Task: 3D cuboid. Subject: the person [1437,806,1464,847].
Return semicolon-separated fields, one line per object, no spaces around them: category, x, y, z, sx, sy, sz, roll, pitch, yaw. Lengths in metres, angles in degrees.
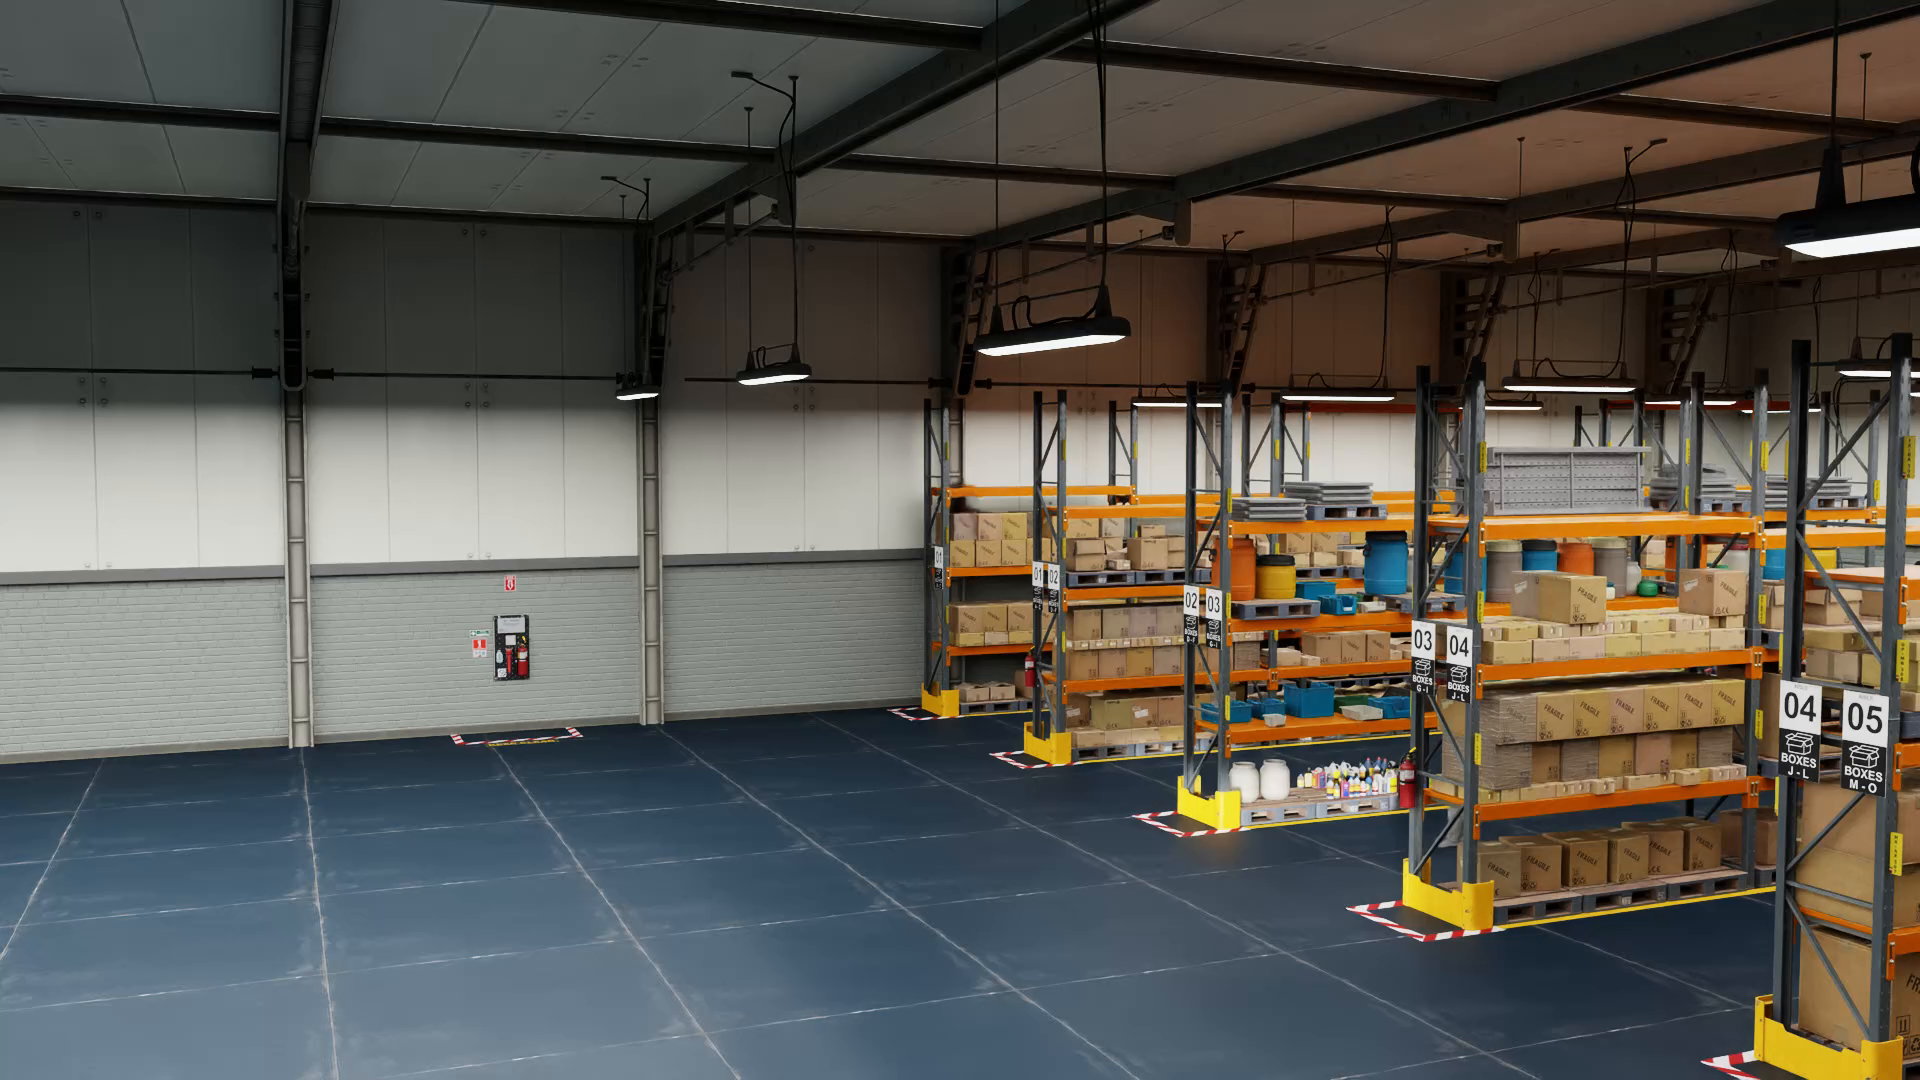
person;6.364;3.035;21.287;0.543;1.788;0.544;1;4;22
